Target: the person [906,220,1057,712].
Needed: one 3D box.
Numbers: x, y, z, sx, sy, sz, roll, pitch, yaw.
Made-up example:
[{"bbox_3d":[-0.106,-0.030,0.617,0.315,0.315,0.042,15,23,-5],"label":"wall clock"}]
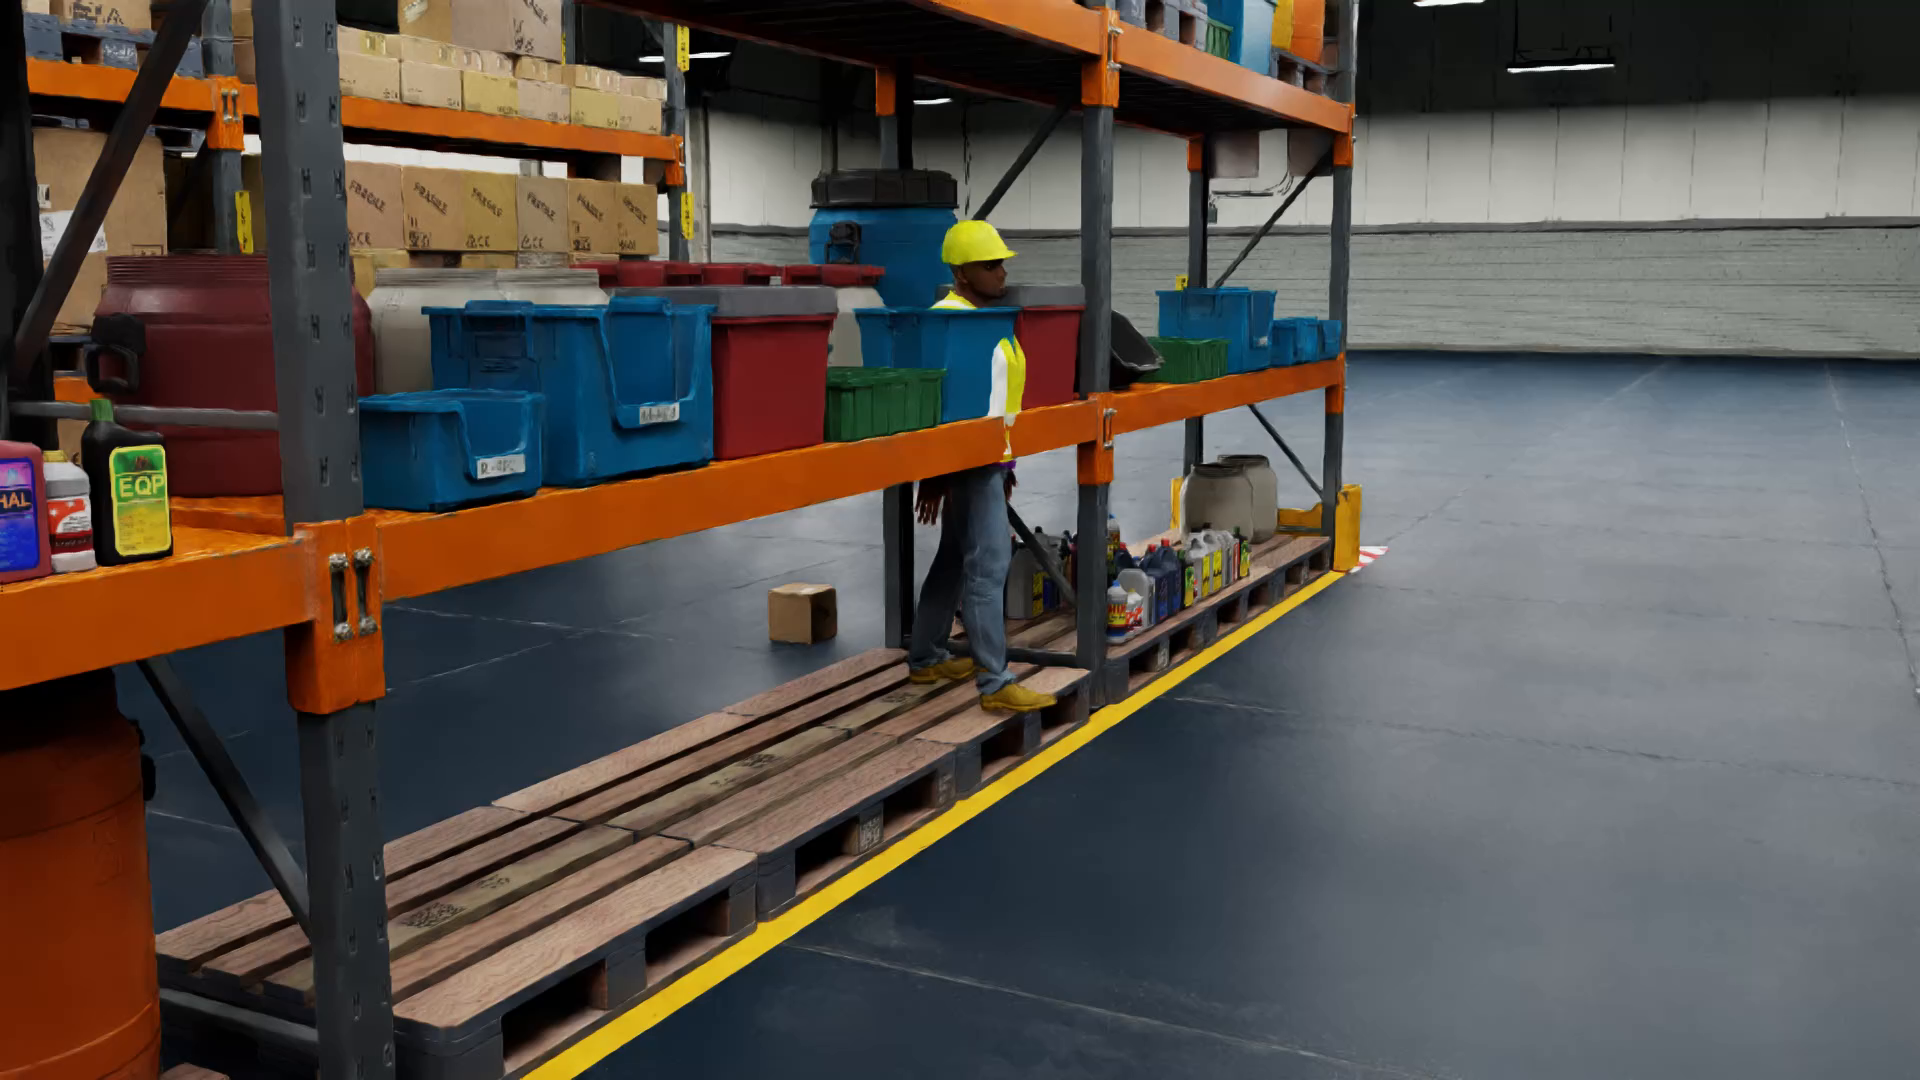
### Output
[{"bbox_3d":[0.076,-0.268,6.067,0.626,1.767,0.729,2,9,12],"label":"person"}]
